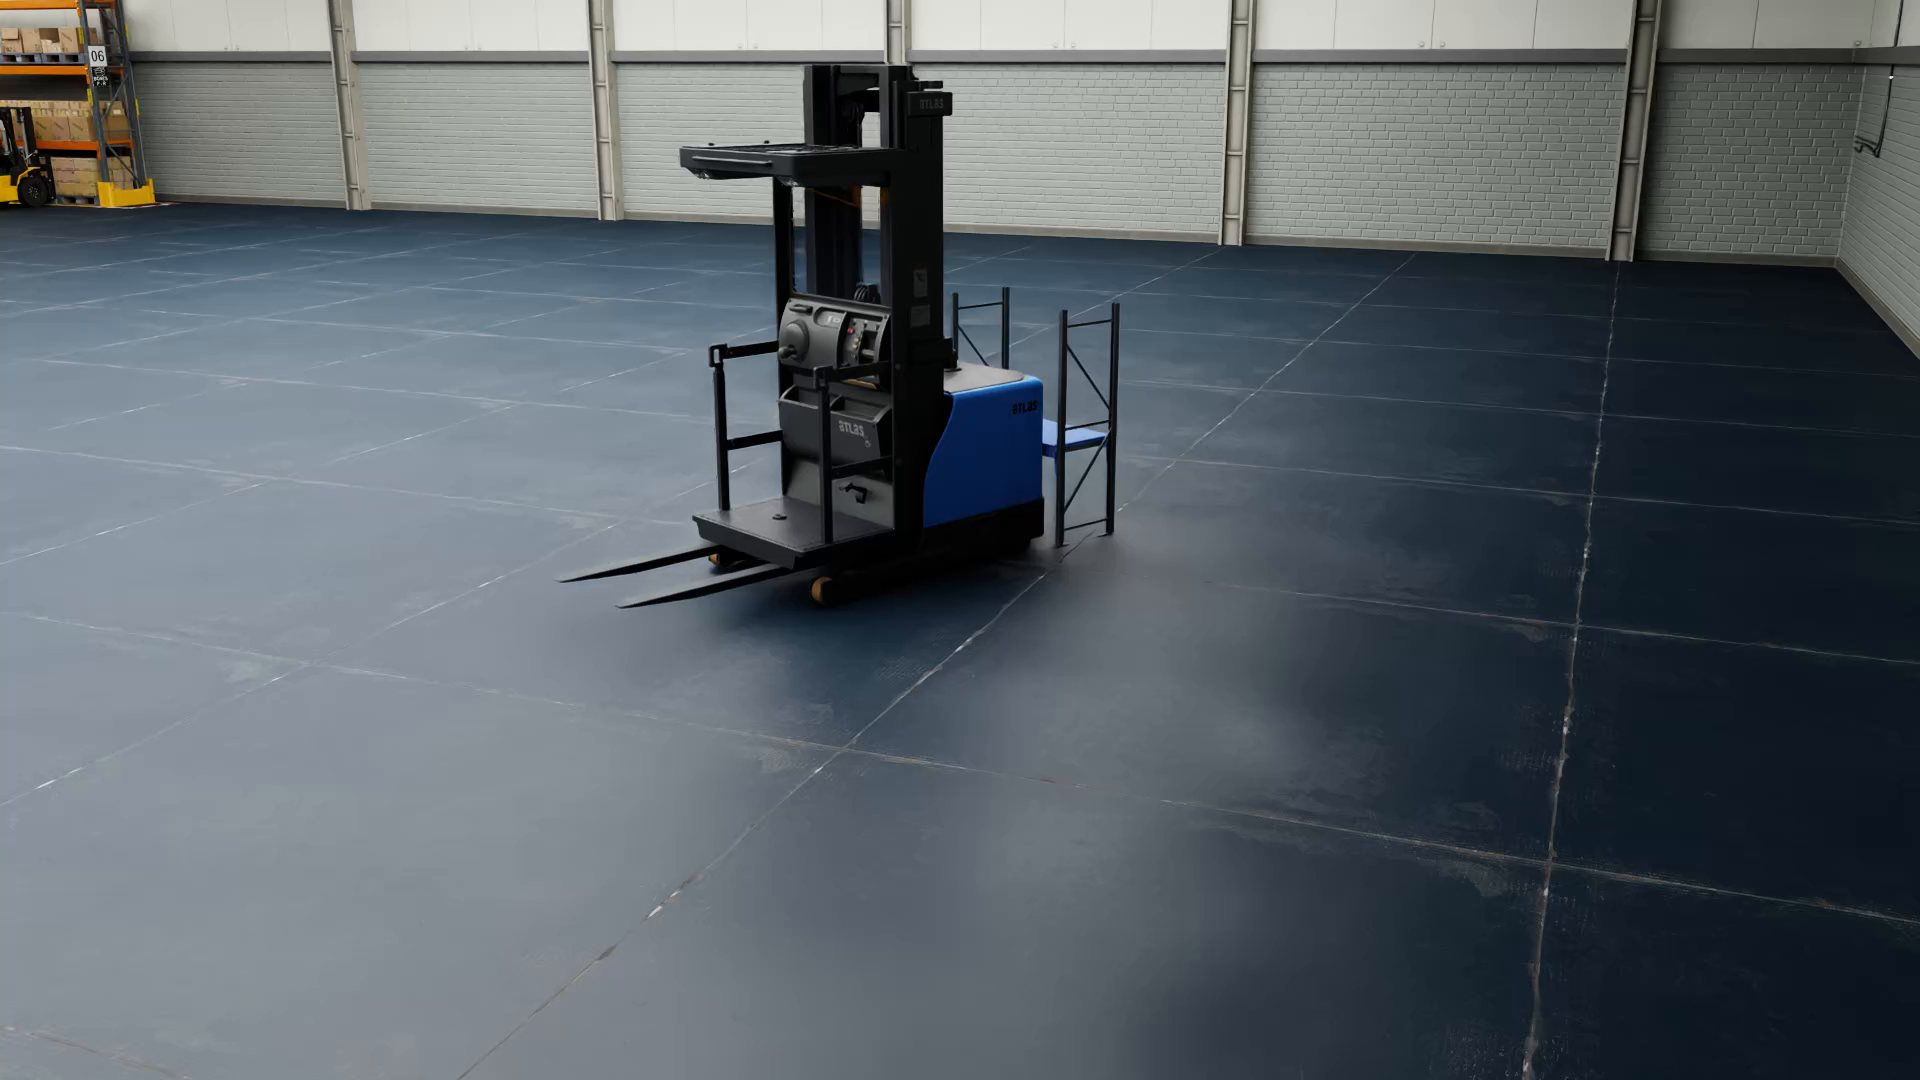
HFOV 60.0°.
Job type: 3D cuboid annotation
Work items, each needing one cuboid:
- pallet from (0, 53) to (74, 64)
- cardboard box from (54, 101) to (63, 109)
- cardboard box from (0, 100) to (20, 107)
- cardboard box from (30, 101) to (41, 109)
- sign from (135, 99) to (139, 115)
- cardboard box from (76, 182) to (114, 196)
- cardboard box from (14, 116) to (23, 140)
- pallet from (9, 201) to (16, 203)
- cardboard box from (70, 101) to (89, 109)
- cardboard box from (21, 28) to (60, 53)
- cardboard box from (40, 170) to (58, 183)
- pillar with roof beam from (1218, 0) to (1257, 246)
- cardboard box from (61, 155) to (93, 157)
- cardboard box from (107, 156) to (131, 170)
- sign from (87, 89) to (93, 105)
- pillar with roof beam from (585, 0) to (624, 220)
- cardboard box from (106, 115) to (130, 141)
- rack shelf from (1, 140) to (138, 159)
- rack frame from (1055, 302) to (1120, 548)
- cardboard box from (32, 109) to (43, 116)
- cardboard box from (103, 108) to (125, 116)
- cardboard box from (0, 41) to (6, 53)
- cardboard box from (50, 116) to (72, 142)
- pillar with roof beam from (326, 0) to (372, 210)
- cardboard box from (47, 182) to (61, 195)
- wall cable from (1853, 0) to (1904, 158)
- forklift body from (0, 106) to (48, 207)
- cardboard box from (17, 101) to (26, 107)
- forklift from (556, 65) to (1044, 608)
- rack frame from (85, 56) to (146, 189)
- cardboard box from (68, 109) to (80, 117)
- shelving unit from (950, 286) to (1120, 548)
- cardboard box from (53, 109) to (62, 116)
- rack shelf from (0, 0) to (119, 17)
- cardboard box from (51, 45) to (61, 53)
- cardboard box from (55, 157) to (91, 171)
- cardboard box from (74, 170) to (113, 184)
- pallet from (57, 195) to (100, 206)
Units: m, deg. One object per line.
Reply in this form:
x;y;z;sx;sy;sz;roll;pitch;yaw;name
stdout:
-19.291;-10.092;34.836;1.213;0.211;1.003;6;17;21;pallet
-18.613;-9.057;34.615;0.250;0.149;0.380;6;17;21;cardboard box
-20.067;-9.193;35.084;0.250;0.149;0.380;6;17;20;cardboard box
-19.138;-9.080;34.693;0.250;0.149;0.380;7;17;22;cardboard box
-17.295;-9.088;34.903;0.005;0.325;0.100;6;17;21;sign
-18.057;-7.338;34.749;0.500;0.250;0.500;6;17;21;cardboard box
-19.486;-8.678;35.005;0.500;0.500;0.500;6;17;21;cardboard box
-20.500;-7.469;36.022;1.213;0.211;1.003;6;17;21;pallet
-18.155;-8.992;34.392;0.250;0.149;0.380;6;17;21;cardboard box
-18.921;-10.342;34.425;0.500;0.500;0.700;6;17;21;cardboard box
-19.022;-7.682;35.038;0.500;0.250;0.500;6;17;19;cardboard box
2.926;-8.105;22.453;0.400;9.000;9.100;6;17;21;pillar with roof beam
-18.809;-8.055;35.424;0.500;0.250;0.500;6;17;20;cardboard box
-17.882;-7.951;35.065;0.500;0.250;0.500;6;17;20;cardboard box
-17.716;-9.021;33.867;0.005;0.325;0.100;6;17;21;sign
-8.237;-9.333;26.681;0.400;9.000;9.100;6;17;21;pillar with roof beam
-17.863;-8.662;34.950;0.500;0.500;0.500;7;18;22;cardboard box
-19.364;-8.350;35.346;4.000;0.370;1.077;6;17;21;rack shelf
0.801;-0.721;10.466;0.500;1.500;0.032;-14;21;-39;rack frame
-19.131;-8.938;34.739;0.250;0.149;0.380;6;17;21;cardboard box
-17.724;-8.952;34.788;0.250;0.149;0.380;6;17;19;cardboard box
-19.956;-10.295;34.684;0.258;0.266;0.396;6;17;19;cardboard box
-18.537;-8.577;34.657;0.500;0.500;0.500;7;18;22;cardboard box
-13.819;-9.947;28.795;0.400;9.000;9.100;6;17;21;pillar with roof beam
-18.978;-7.445;35.117;0.500;0.250;0.500;6;17;21;cardboard box
12.342;-6.473;22.398;0.112;2.526;3.097;6;17;21;wall cable
-19.937;-7.804;33.698;1.214;2.155;2.313;6;17;21;forklift body
-19.571;-9.161;34.972;0.250;0.149;0.380;6;17;21;cardboard box
-0.889;-1.198;9.542;3.031;2.935;1.130;-15;22;-41;forklift
-17.504;-8.491;34.541;0.127;3.000;1.000;6;17;21;rack frame
-18.178;-8.832;34.372;0.250;0.149;0.380;7;17;22;cardboard box
0.468;-0.828;10.834;0.538;1.500;1.048;-14;21;-39;shelving unit
-18.623;-8.902;34.616;0.250;0.149;0.380;6;17;20;cardboard box
-19.364;-11.039;34.566;4.000;0.370;1.077;6;17;21;rack shelf
-18.386;-10.066;34.106;0.250;0.149;0.380;6;17;19;cardboard box
-18.524;-7.869;34.785;0.500;0.250;0.500;7;17;22;cardboard box
-18.071;-7.581;34.689;0.500;0.250;0.500;6;17;20;cardboard box
-18.231;-7.219;35.162;1.213;0.211;1.003;6;17;21;pallet
